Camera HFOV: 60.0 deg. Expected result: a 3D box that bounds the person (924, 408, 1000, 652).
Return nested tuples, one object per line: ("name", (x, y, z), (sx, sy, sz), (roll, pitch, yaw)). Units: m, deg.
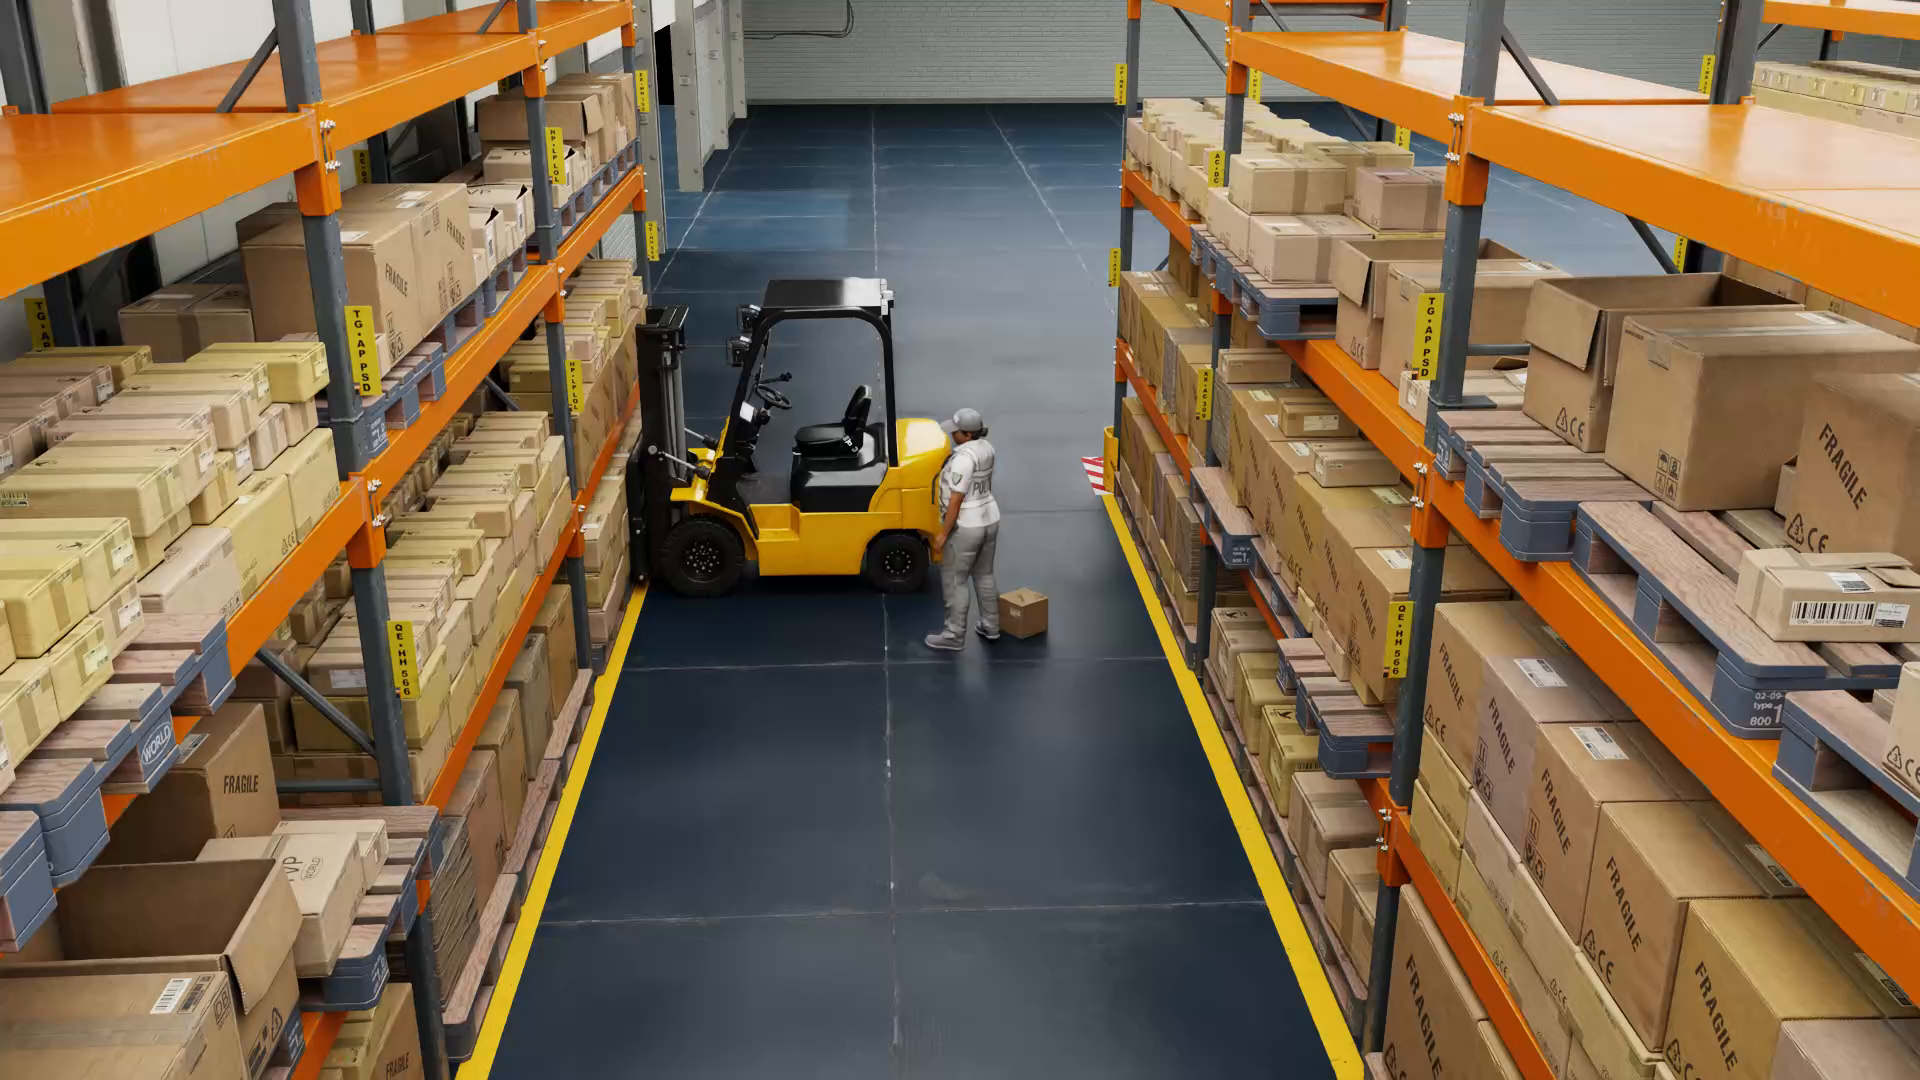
("person", (0.039, -0.078, 11.213), (0.430, 1.671, 0.596), (11, 23, 27))
